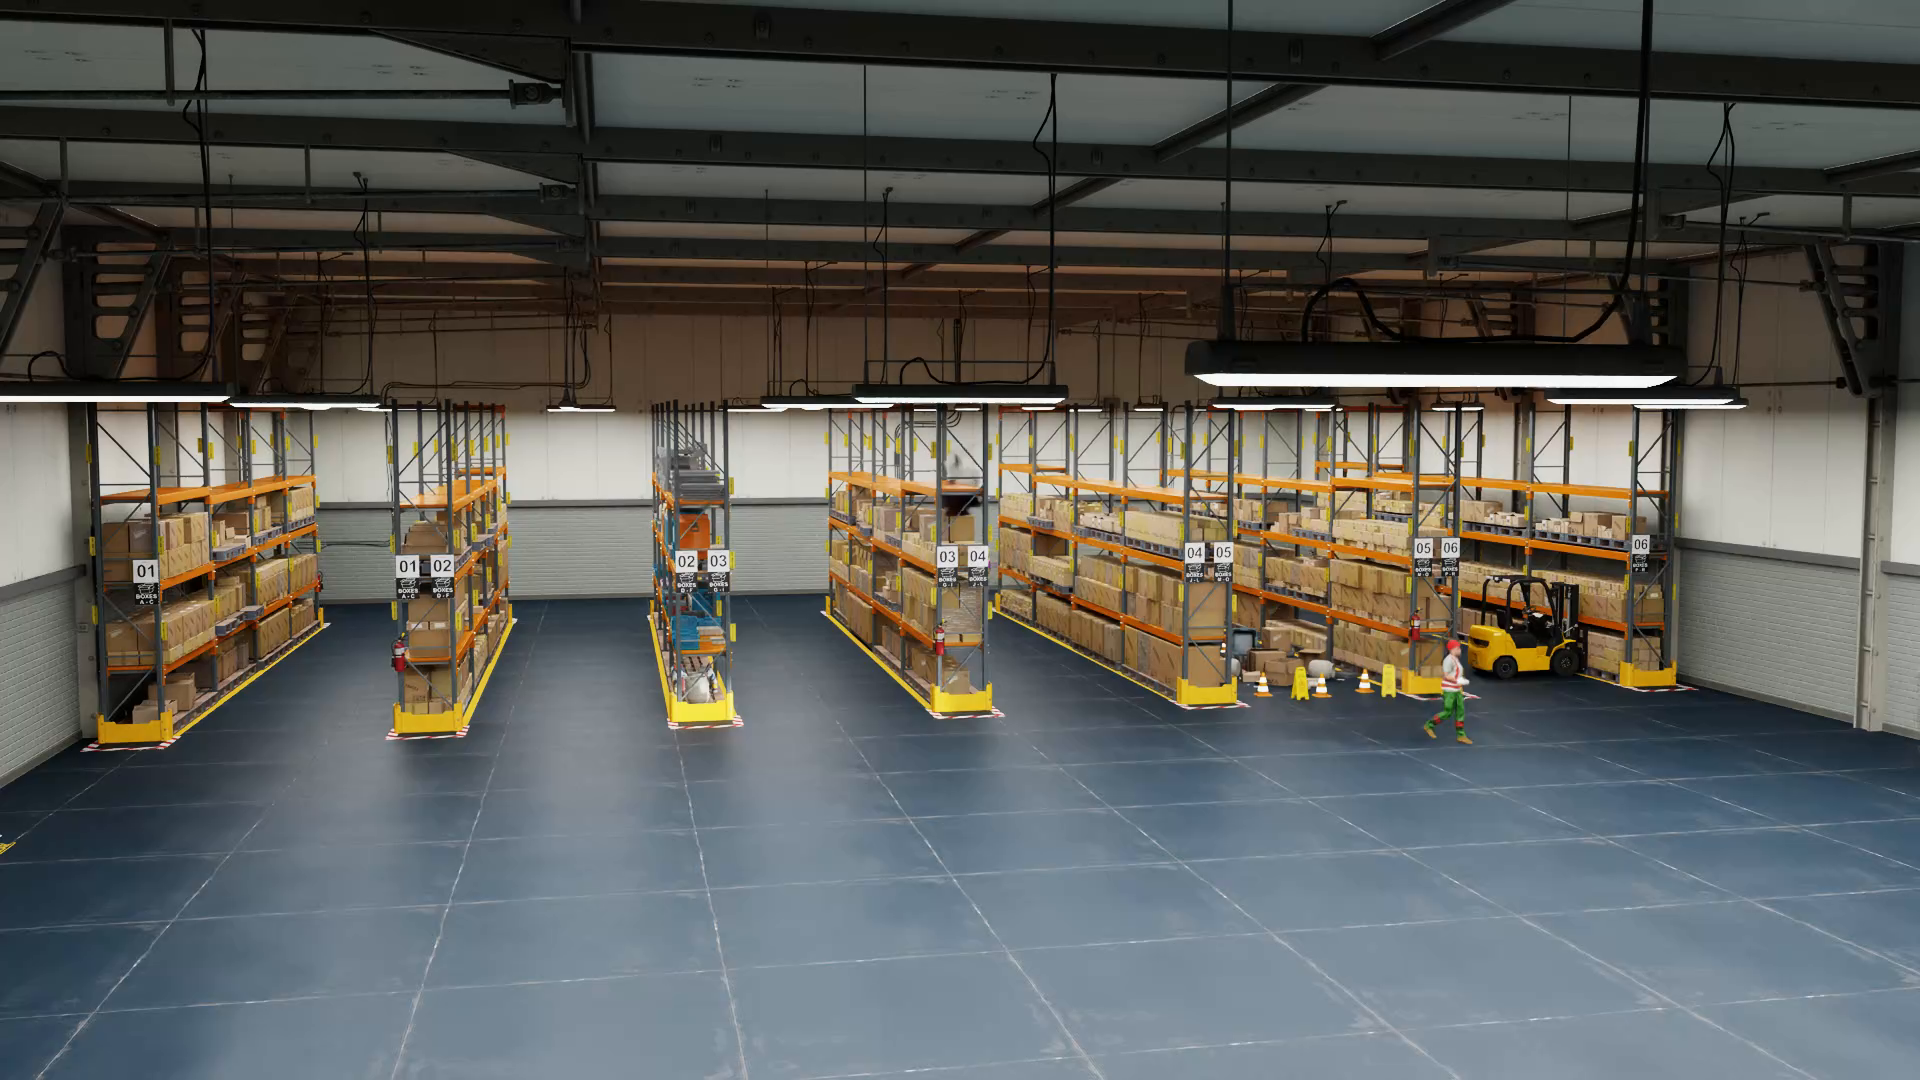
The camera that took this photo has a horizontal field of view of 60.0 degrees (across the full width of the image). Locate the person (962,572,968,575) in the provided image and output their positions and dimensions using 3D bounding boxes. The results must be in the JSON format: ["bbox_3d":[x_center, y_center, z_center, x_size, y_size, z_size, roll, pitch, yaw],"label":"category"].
[{"bbox_3d":[0.239,1.142,49.268,0.783,1.771,0.753,-4,6,-42],"label":"person"}]

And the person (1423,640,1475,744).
[{"bbox_3d":[8.551,2.639,29.023,0.872,1.800,0.685,3,5,31],"label":"person"}]
